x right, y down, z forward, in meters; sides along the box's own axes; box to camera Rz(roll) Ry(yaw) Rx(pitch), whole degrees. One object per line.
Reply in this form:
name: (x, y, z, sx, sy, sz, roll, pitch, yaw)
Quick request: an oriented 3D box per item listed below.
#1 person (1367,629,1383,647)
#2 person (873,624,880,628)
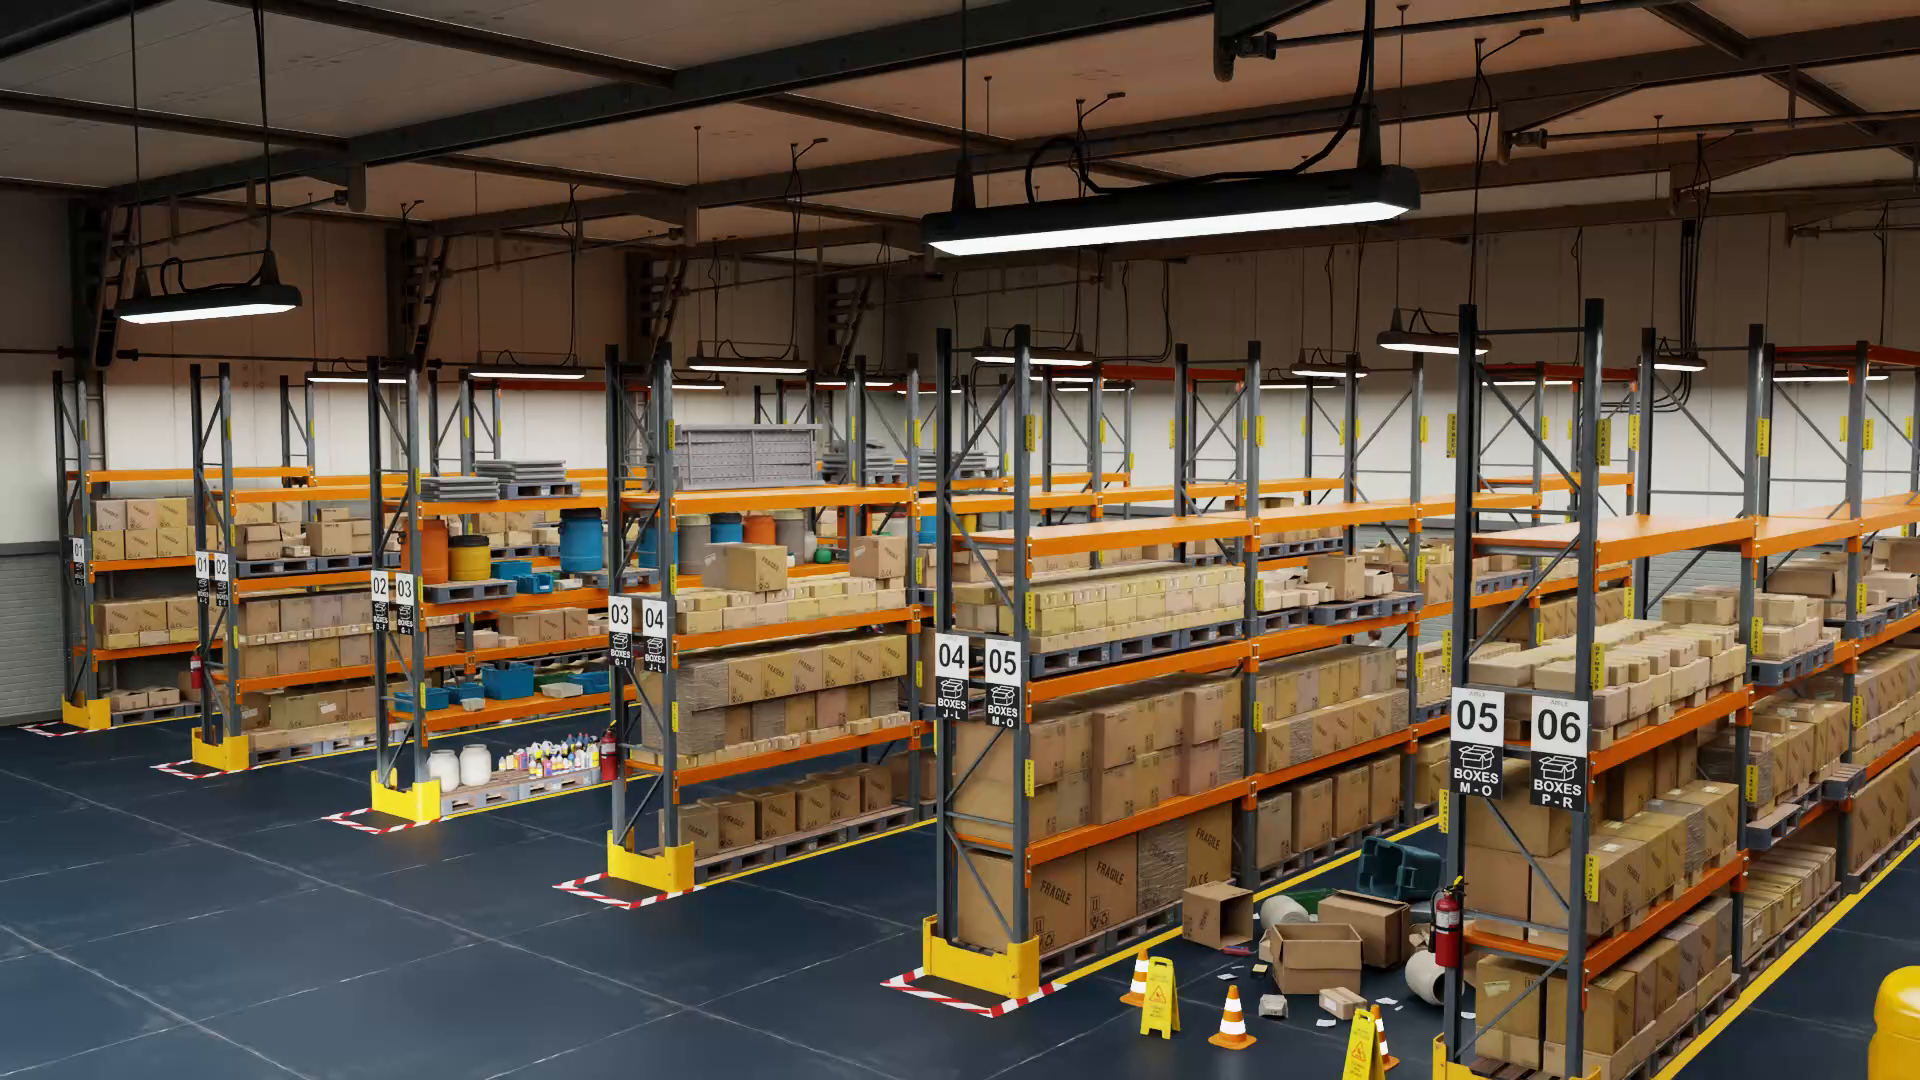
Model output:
person: (7.095, 2.300, 28.719, 0.386, 1.601, 0.479, 4, 6, 45)
person: (-1.958, 1.484, 40.123, 0.594, 1.523, 0.530, -4, 6, -43)
